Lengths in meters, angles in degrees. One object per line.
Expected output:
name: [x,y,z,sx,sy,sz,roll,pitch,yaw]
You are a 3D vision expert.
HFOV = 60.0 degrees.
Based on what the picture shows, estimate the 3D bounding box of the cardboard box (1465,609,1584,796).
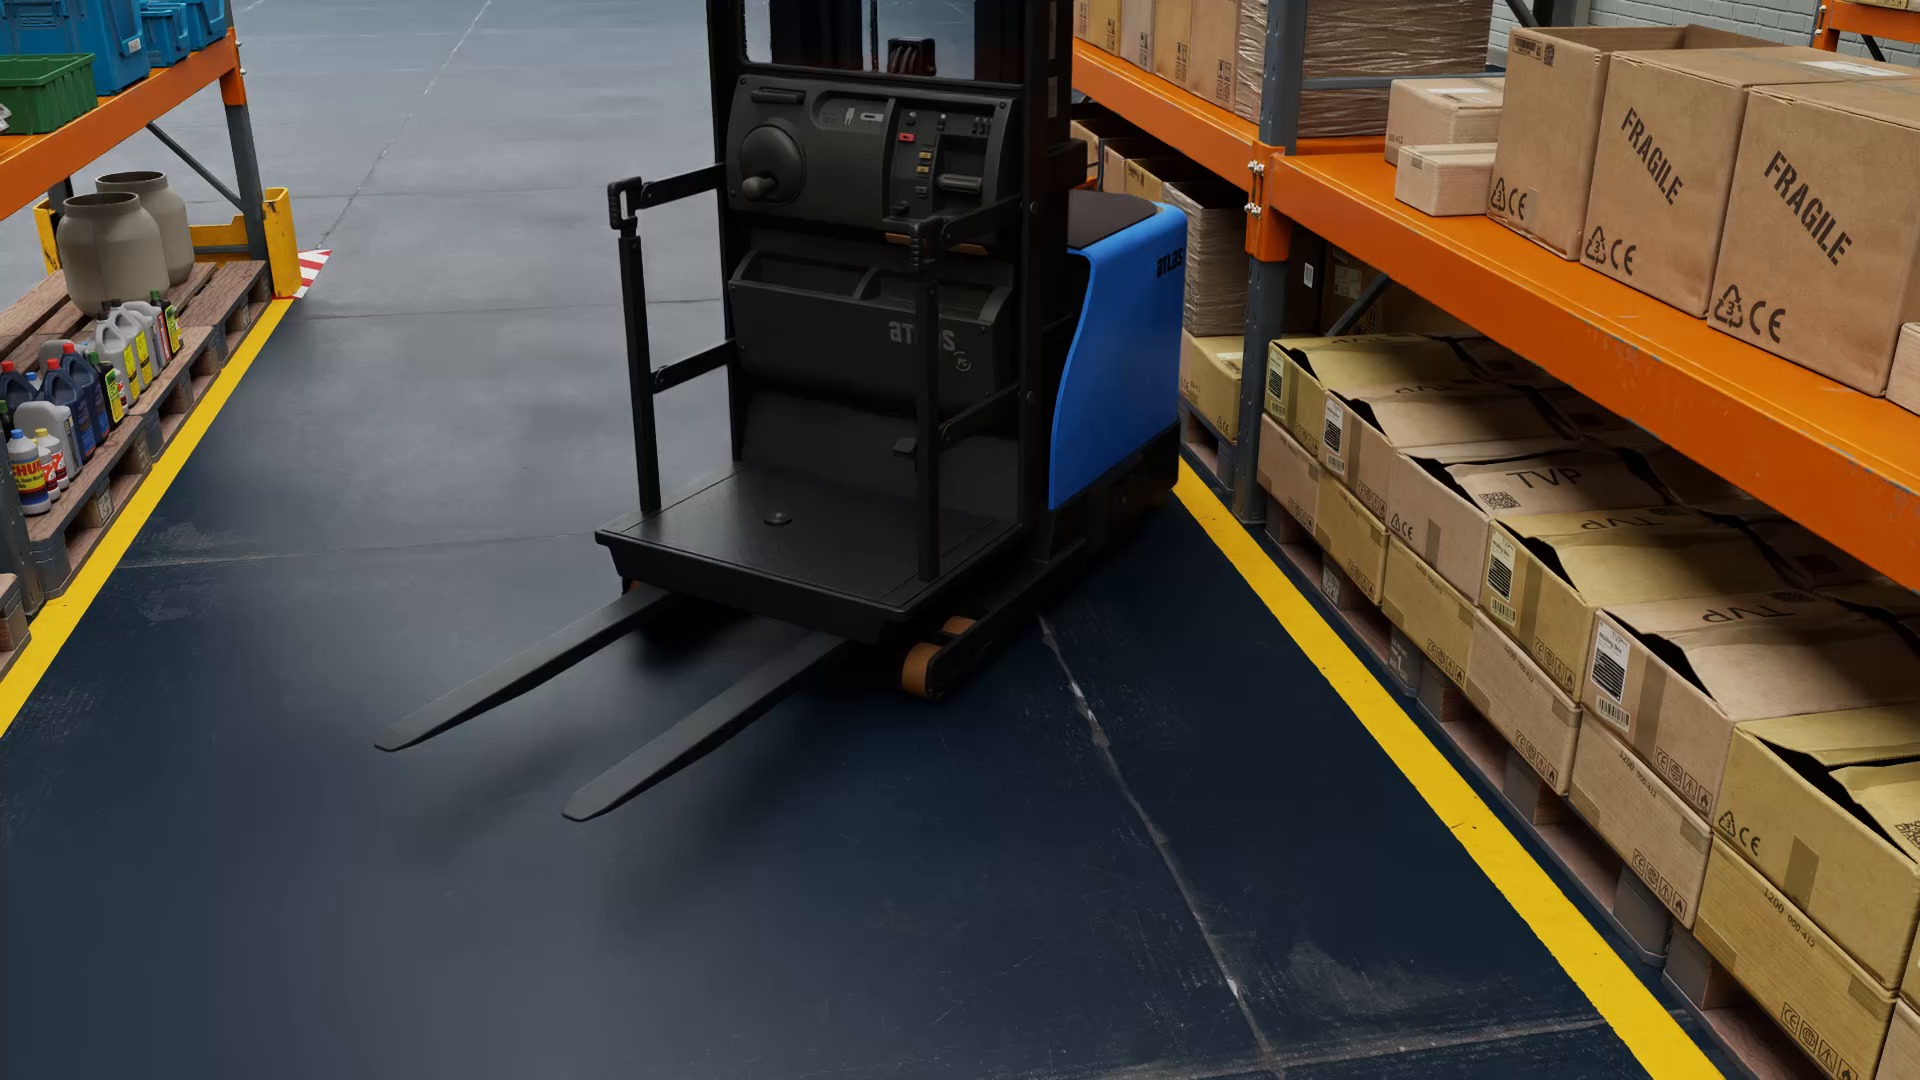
cardboard box: [1.592,0.368,4.069,0.500,0.250,0.500,-4,24,-9]

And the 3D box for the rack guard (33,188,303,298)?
rack guard: [-4.072,-1.517,8.600,1.175,0.500,0.348,-4,24,-10]

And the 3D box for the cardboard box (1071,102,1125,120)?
cardboard box: [0.711,-1.907,8.341,0.500,0.500,0.500,-4,24,-10]

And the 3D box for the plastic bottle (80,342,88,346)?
plastic bottle: [-3.393,-0.672,6.487,0.097,0.201,0.097,0,24,0]

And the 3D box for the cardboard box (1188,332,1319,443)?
cardboard box: [1.175,-0.580,6.240,0.500,0.250,0.500,-4,24,-10]

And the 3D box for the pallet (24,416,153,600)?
pallet: [-3.476,-0.105,5.727,1.003,0.211,1.213,-4,24,-10]

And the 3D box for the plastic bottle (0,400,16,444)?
plastic bottle: [-3.212,-0.348,5.642,0.061,0.283,0.133,-4,24,-10]

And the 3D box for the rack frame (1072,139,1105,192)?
rack frame: [0.462,-0.893,6.295,0.015,1.200,0.240,15,28,31]

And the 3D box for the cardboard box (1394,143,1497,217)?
cardboard box: [1.439,-1.002,4.611,0.380,0.149,0.250,-4,24,-10]

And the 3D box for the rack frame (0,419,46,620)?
rack frame: [-3.393,-1.116,4.557,1.000,3.000,0.127,-4,24,-10]

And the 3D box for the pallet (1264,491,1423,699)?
pallet: [1.650,0.084,5.294,1.003,0.211,1.213,-4,24,-10]

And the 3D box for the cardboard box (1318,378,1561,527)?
cardboard box: [1.395,-0.292,4.881,0.500,0.311,0.500,-5,24,-10]

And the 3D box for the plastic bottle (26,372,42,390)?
plastic bottle: [-3.280,-0.464,5.923,0.097,0.271,0.097,0,24,0]

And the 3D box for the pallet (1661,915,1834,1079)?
pallet: [2.101,1.043,3.097,1.003,0.211,1.213,-4,24,-10]

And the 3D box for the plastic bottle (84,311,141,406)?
plastic bottle: [-3.248,-0.693,6.350,0.144,0.351,0.185,-4,24,-10]

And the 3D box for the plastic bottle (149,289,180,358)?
plastic bottle: [-3.323,-0.912,6.933,0.061,0.283,0.133,-4,24,-8]

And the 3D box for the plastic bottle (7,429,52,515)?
plastic bottle: [-3.021,-0.225,5.377,0.097,0.271,0.097,0,24,0]

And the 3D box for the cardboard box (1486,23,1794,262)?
cardboard box: [1.699,-1.016,4.204,0.500,0.500,0.500,-3,24,-6]

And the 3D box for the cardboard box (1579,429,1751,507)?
cardboard box: [2.025,-0.132,4.514,0.500,0.311,0.500,-4,24,-10]

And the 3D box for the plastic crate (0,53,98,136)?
plastic crate: [-3.367,-1.574,5.870,0.450,0.188,0.662,-4,24,-10]

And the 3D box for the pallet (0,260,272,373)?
pallet: [-3.927,-1.065,7.925,1.003,0.211,1.213,-4,24,-10]

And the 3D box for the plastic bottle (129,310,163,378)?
plastic bottle: [-3.317,-0.797,6.681,0.152,0.276,0.135,-5,24,-11]

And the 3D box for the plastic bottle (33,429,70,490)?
plastic bottle: [-3.059,-0.273,5.574,0.097,0.201,0.097,0,24,0]

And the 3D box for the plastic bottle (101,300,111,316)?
plastic bottle: [-3.447,-0.847,6.785,0.061,0.283,0.133,-4,24,-10]

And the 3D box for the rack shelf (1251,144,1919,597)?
rack shelf: [1.845,-0.365,3.736,1.077,0.370,4.000,-4,24,-10]

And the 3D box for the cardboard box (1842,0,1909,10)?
cardboard box: [5.382,-3.147,9.371,0.500,0.250,0.500,-5,24,-11]

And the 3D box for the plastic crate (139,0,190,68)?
plastic crate: [-3.632,-2.191,7.204,0.499,0.251,0.408,-4,24,-10]

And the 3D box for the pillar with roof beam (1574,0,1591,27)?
pillar with roof beam: [1.243,-8.002,12.828,9.100,9.000,0.400,-4,24,-10]

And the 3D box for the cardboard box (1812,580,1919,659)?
cardboard box: [2.210,0.268,3.598,0.500,0.311,0.500,-5,24,-11]

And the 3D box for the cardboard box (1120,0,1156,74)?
cardboard box: [1.099,-2.307,7.159,0.700,0.500,0.500,-4,24,-8]

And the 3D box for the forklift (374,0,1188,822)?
forklift: [-0.380,-1.097,4.599,1.130,2.935,3.031,13,27,27]

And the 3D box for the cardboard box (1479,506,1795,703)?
cardboard box: [1.593,0.115,3.949,0.500,0.311,0.500,-4,24,-8]

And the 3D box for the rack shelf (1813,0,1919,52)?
rack shelf: [5.973,-2.306,8.181,1.077,0.370,4.000,-4,24,-10]

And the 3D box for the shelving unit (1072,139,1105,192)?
shelving unit: [0.260,-0.947,6.420,0.503,1.200,0.258,15,28,31]

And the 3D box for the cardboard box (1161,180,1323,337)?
cardboard box: [1.094,-1.121,6.542,0.500,0.500,0.500,-4,24,-10]

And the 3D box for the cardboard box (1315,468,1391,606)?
cardboard box: [1.400,-0.035,4.994,0.500,0.250,0.500,-4,24,-8]

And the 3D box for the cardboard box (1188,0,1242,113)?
cardboard box: [1.284,-1.908,6.246,0.700,0.500,0.500,-5,24,-10]

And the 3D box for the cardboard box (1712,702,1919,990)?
cardboard box: [1.774,0.511,3.042,0.500,0.311,0.500,-5,24,-11]

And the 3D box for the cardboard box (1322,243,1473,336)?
cardboard box: [1.698,-0.963,6.180,0.500,0.500,0.500,-4,24,-10]

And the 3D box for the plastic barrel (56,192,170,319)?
plastic barrel: [-3.843,-1.291,7.542,0.421,0.512,0.421,0,24,0]

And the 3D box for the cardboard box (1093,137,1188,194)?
cardboard box: [0.891,-1.513,7.440,0.500,0.500,0.500,-4,24,-10]

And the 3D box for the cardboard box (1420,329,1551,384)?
cardboard box: [1.832,-0.532,5.431,0.500,0.311,0.500,-4,24,-10]

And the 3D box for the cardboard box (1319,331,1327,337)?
cardboard box: [1.688,-0.618,6.329,0.500,0.250,0.500,-4,24,-10]

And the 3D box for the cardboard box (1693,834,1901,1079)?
cardboard box: [1.780,0.769,3.153,0.500,0.250,0.500,-5,24,-10]

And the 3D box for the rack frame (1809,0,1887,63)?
rack frame: [5.604,-3.422,9.839,1.000,3.000,0.127,-4,24,-10]

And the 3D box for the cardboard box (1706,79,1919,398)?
cardboard box: [1.889,-0.612,3.279,0.500,0.500,0.500,-6,24,-13]

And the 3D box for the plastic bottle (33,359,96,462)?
plastic bottle: [-3.134,-0.452,5.797,0.144,0.351,0.185,-4,24,-8]

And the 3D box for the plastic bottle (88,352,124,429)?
plastic bottle: [-3.159,-0.563,6.136,0.061,0.283,0.133,-3,24,-7]

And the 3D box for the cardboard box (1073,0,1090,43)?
cardboard box: [0.912,-2.709,8.081,0.700,0.500,0.500,-4,24,-8]
